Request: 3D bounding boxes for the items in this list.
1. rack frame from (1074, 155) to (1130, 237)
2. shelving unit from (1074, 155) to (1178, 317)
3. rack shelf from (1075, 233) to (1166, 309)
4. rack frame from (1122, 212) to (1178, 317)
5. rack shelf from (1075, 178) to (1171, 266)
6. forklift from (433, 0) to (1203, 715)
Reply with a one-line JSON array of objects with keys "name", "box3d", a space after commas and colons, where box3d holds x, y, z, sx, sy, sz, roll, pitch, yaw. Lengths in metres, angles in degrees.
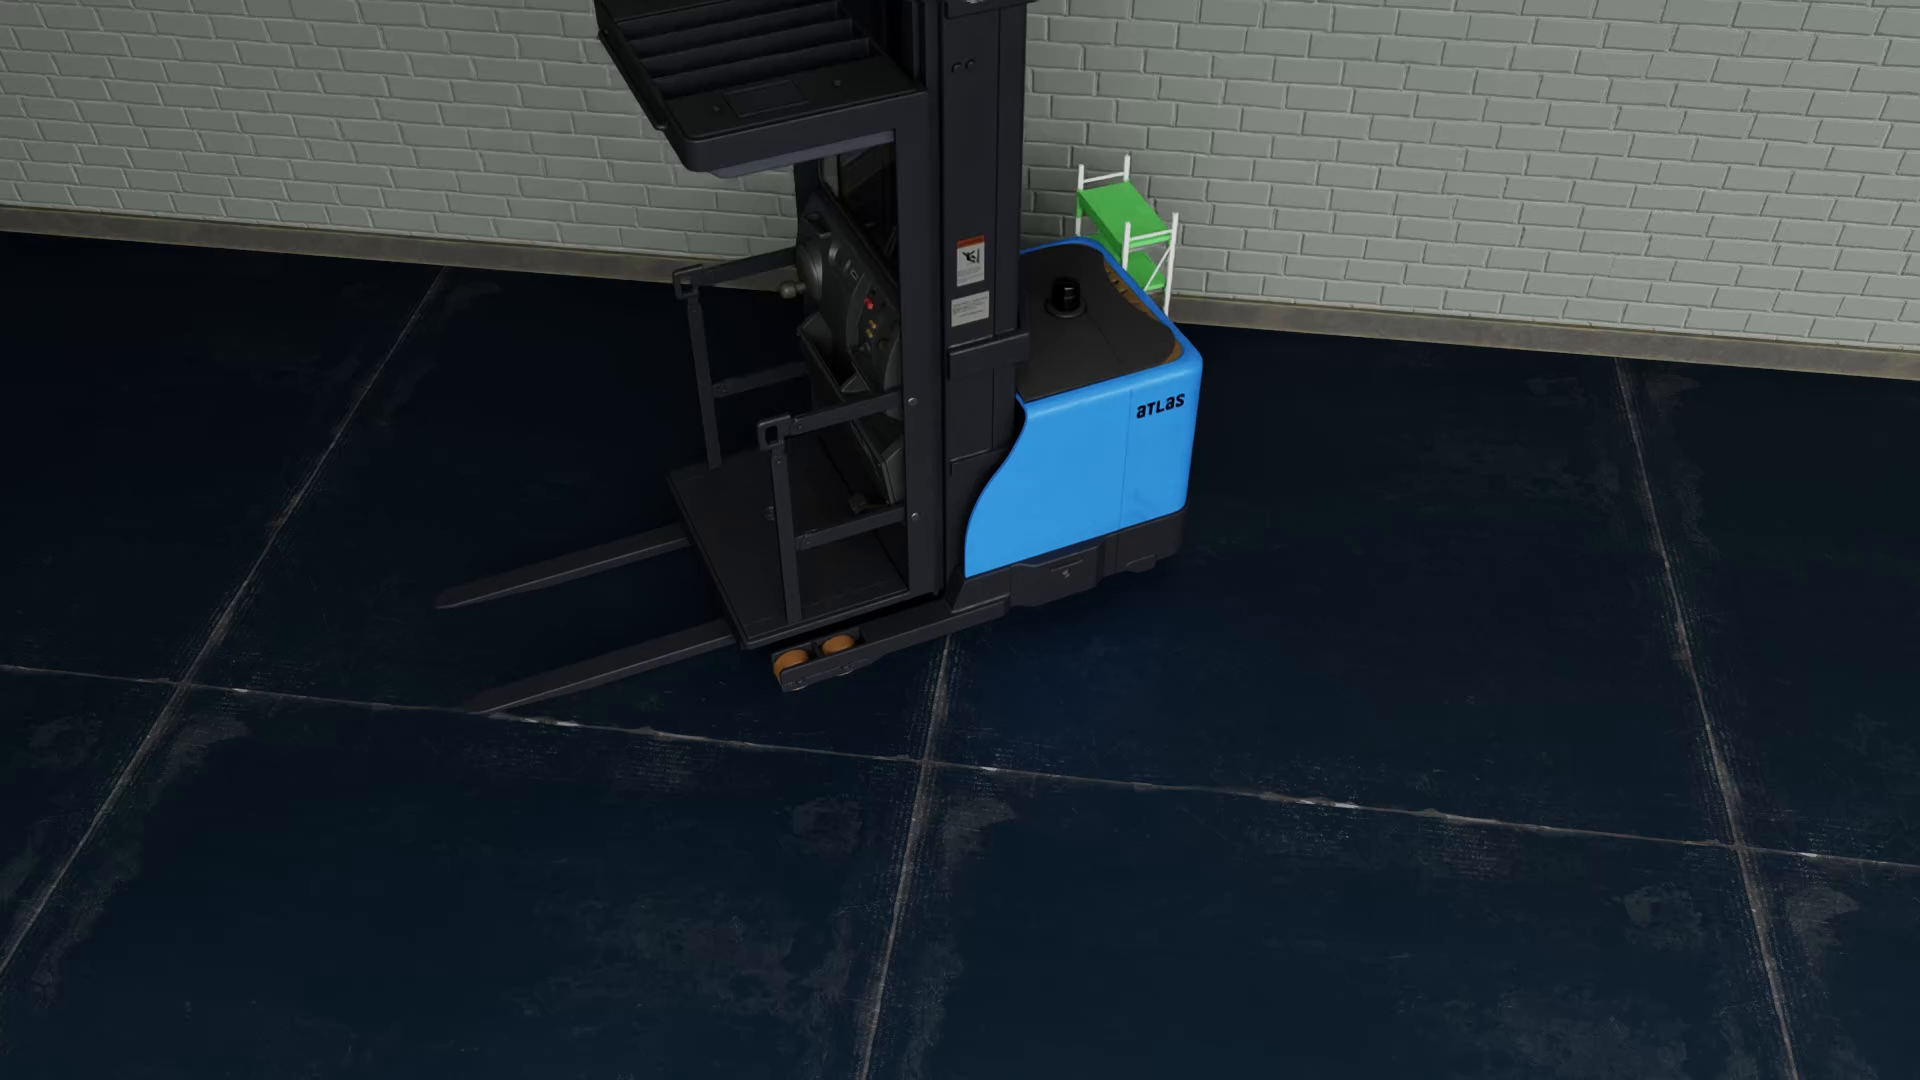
[{"name": "rack frame", "box3d": [0.629, -1.220, 7.666, 0.240, 1.200, 0.015, -14, 45, -15]}, {"name": "shelving unit", "box3d": [0.714, -1.062, 7.499, 0.258, 1.200, 0.503, -14, 45, -15]}, {"name": "rack shelf", "box3d": [0.714, -1.190, 7.378, 0.258, 0.148, 0.480, -14, 45, -15]}, {"name": "rack frame", "box3d": [0.798, -0.905, 7.333, 0.240, 1.200, 0.015, -14, 45, -15]}, {"name": "rack shelf", "box3d": [0.714, -1.364, 7.213, 0.258, 0.148, 0.480, -14, 45, -15]}, {"name": "forklift", "box3d": [-0.600, -0.881, 6.049, 3.031, 2.935, 1.130, -17, 46, -17]}]
